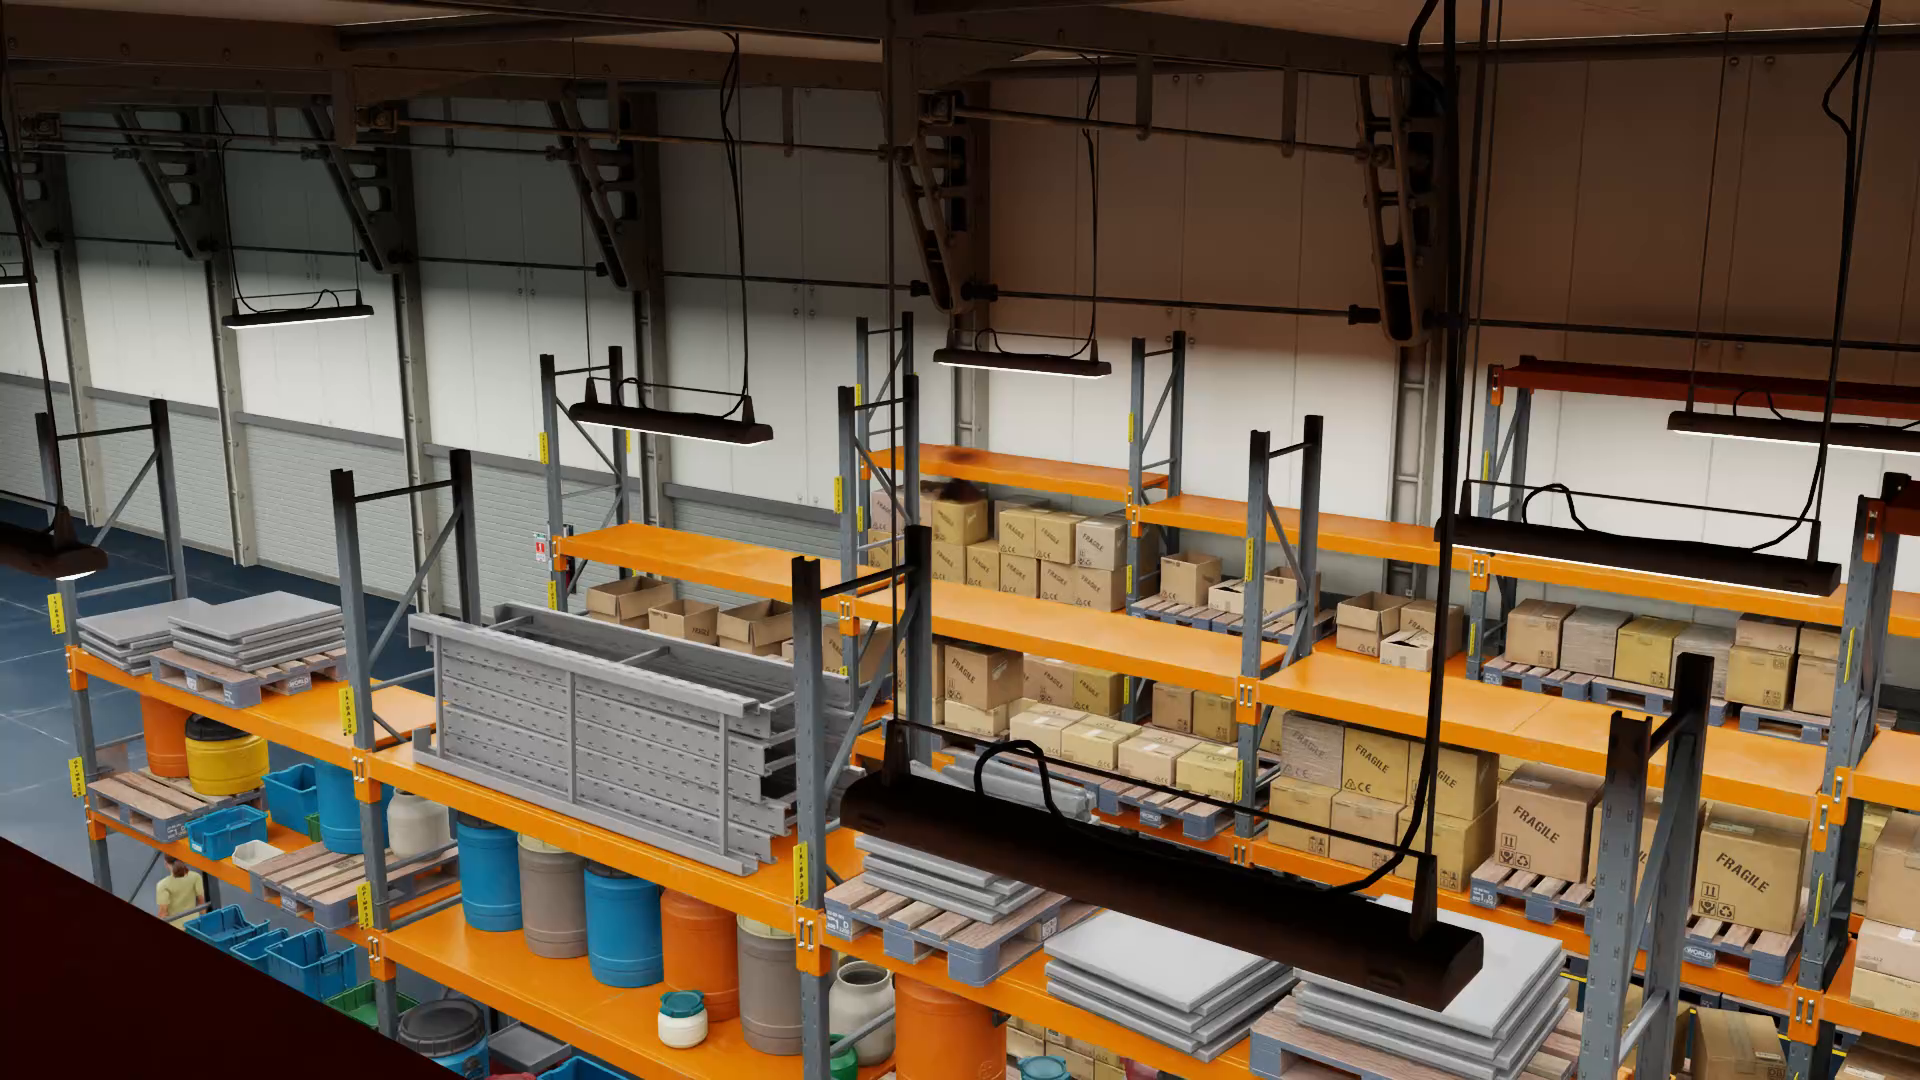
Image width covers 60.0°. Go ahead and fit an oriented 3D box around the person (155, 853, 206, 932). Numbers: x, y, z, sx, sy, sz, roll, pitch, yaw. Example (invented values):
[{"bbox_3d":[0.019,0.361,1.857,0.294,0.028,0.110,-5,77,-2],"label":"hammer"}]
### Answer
[{"bbox_3d":[-7.390,3.677,15.692,0.403,1.674,0.522,11,17,39],"label":"person"}]
